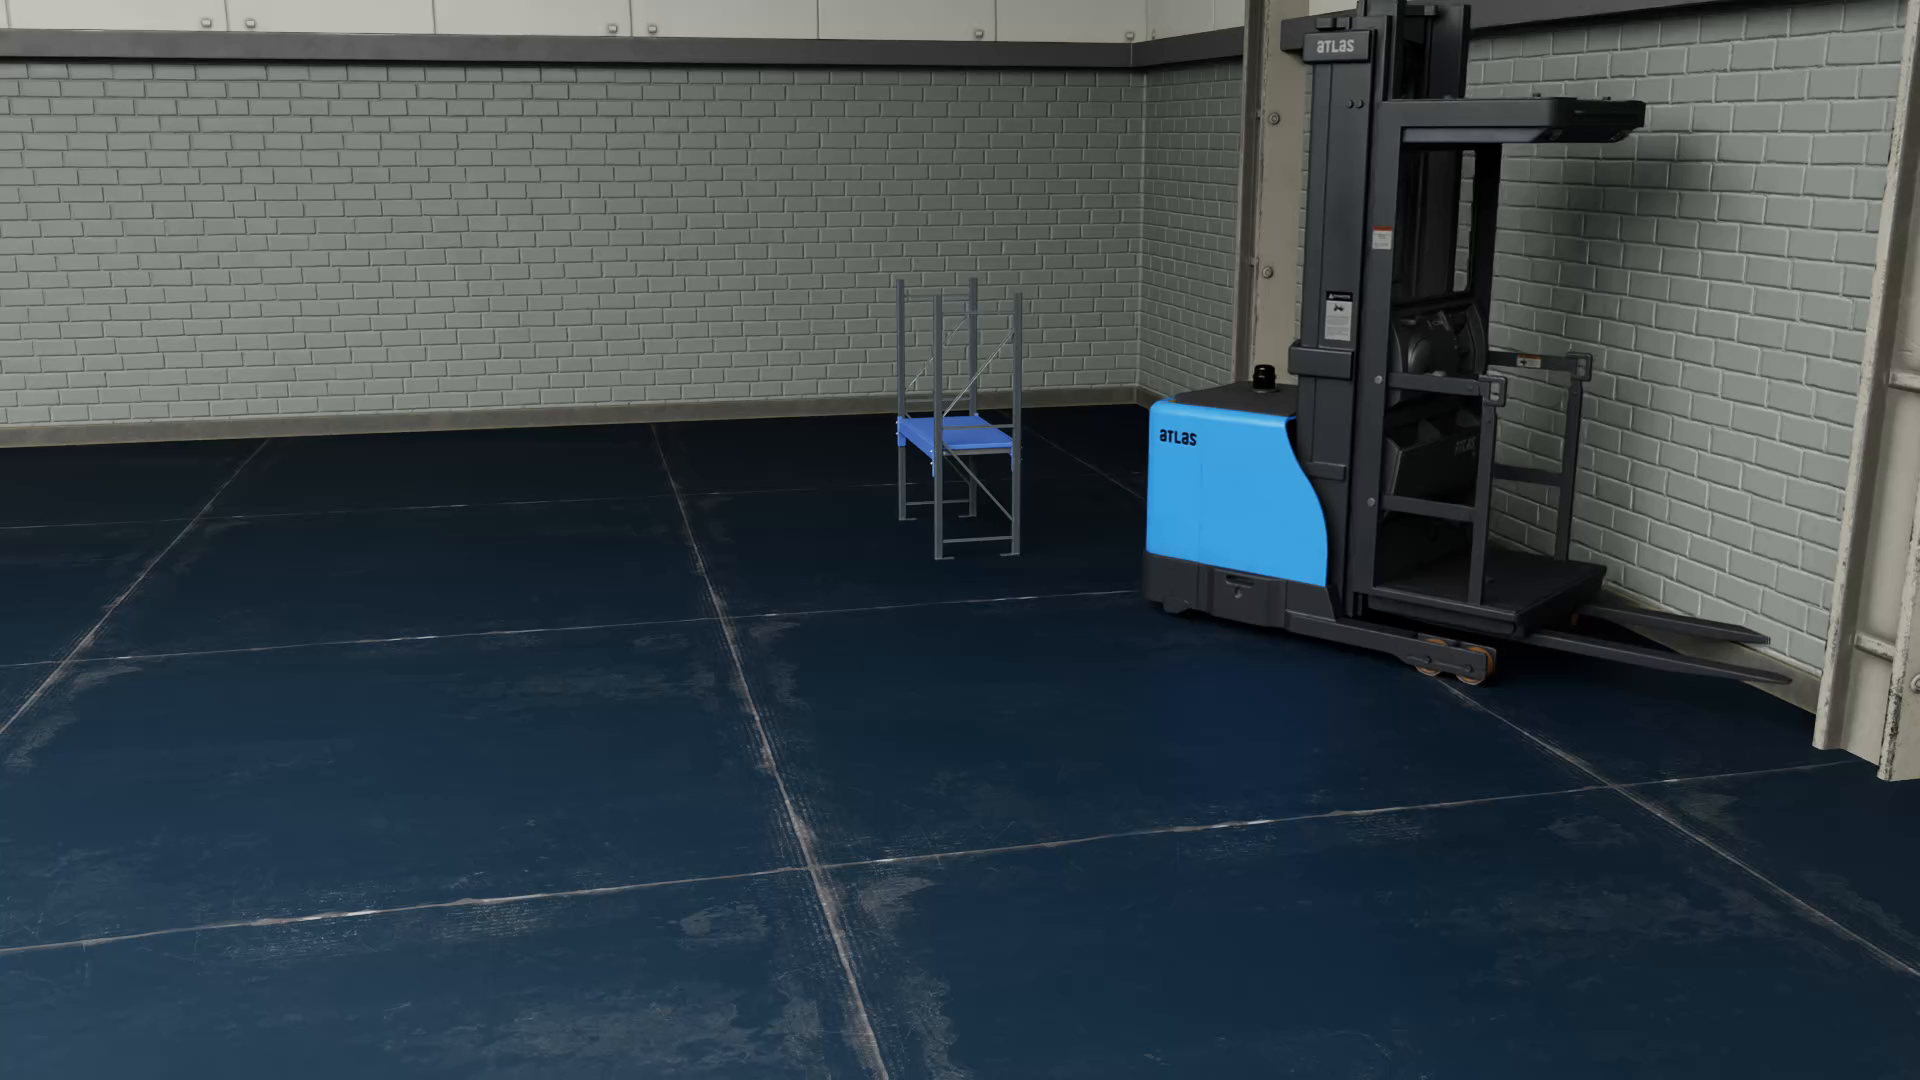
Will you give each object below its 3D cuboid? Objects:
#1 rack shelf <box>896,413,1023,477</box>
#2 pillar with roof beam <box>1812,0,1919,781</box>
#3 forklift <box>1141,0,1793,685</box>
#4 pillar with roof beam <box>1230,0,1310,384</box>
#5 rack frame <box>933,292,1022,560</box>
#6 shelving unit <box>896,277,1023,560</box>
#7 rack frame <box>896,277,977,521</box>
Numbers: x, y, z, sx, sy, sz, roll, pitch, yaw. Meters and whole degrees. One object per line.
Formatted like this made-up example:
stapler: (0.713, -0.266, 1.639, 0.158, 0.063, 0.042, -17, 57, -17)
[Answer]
rack shelf: (-0.020, -0.574, 9.872, 0.538, 0.185, 1.000, -3, 14, -13)
pillar with roof beam: (-0.610, -3.282, 4.398, 9.100, 9.000, 0.400, -3, 14, -13)
forklift: (2.373, -0.927, 7.547, 3.031, 2.935, 1.130, 11, 18, 39)
pillar with roof beam: (-2.019, -4.666, 10.064, 9.100, 9.000, 0.400, -3, 14, -13)
rack frame: (0.099, -0.631, 9.350, 0.500, 1.500, 0.032, -3, 14, -13)
shelving unit: (-0.020, -0.748, 9.830, 0.538, 1.500, 1.048, -3, 14, -13)
rack frame: (-0.139, -0.866, 10.310, 0.500, 1.500, 0.032, -3, 14, -13)
